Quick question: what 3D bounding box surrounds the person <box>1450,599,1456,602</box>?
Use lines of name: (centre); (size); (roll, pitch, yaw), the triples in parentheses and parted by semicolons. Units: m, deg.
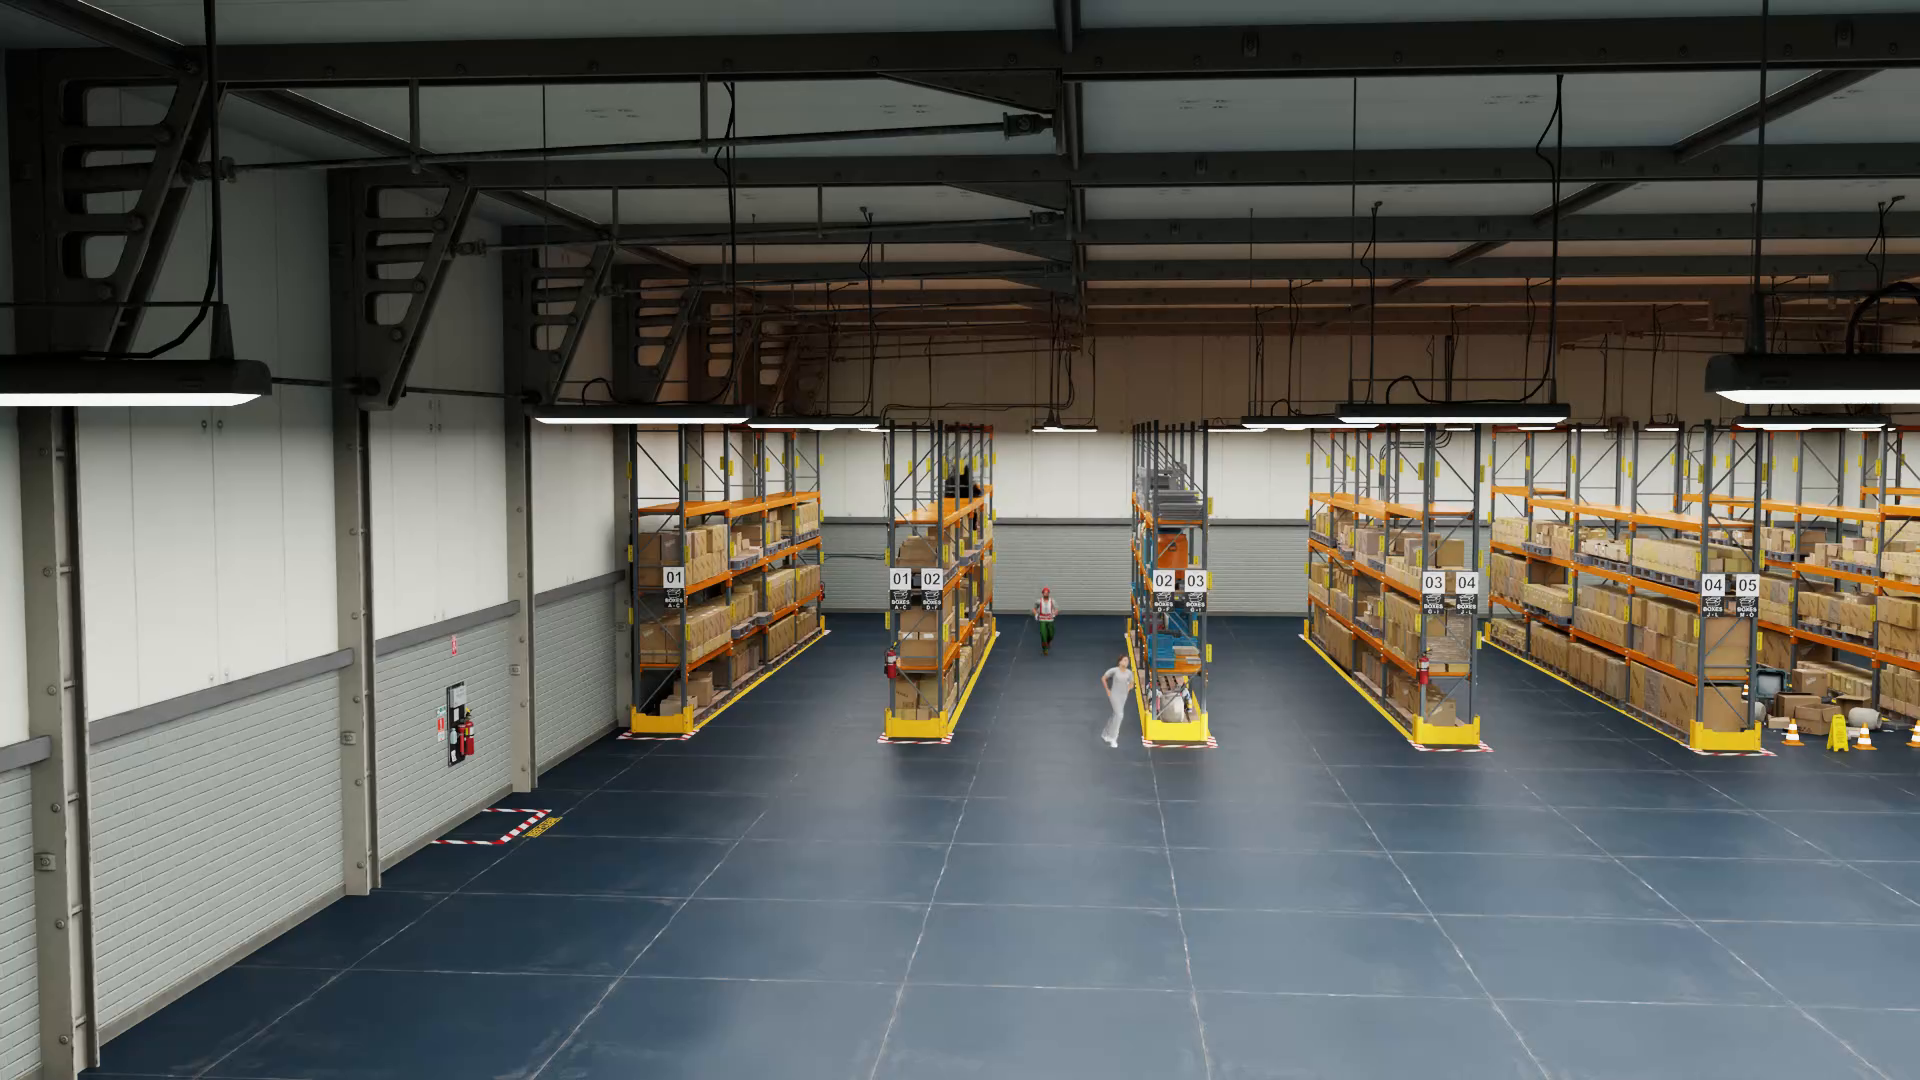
person: (13.346, 1.992, 45.005); (0.689, 1.788, 0.896); (0, 4, 7)

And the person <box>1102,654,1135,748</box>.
person: (2.937, 2.959, 30.793); (0.576, 1.701, 0.673); (-2, 4, -30)

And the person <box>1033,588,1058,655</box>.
person: (2.231, 2.111, 43.344); (0.659, 1.742, 0.708); (0, 4, -3)
